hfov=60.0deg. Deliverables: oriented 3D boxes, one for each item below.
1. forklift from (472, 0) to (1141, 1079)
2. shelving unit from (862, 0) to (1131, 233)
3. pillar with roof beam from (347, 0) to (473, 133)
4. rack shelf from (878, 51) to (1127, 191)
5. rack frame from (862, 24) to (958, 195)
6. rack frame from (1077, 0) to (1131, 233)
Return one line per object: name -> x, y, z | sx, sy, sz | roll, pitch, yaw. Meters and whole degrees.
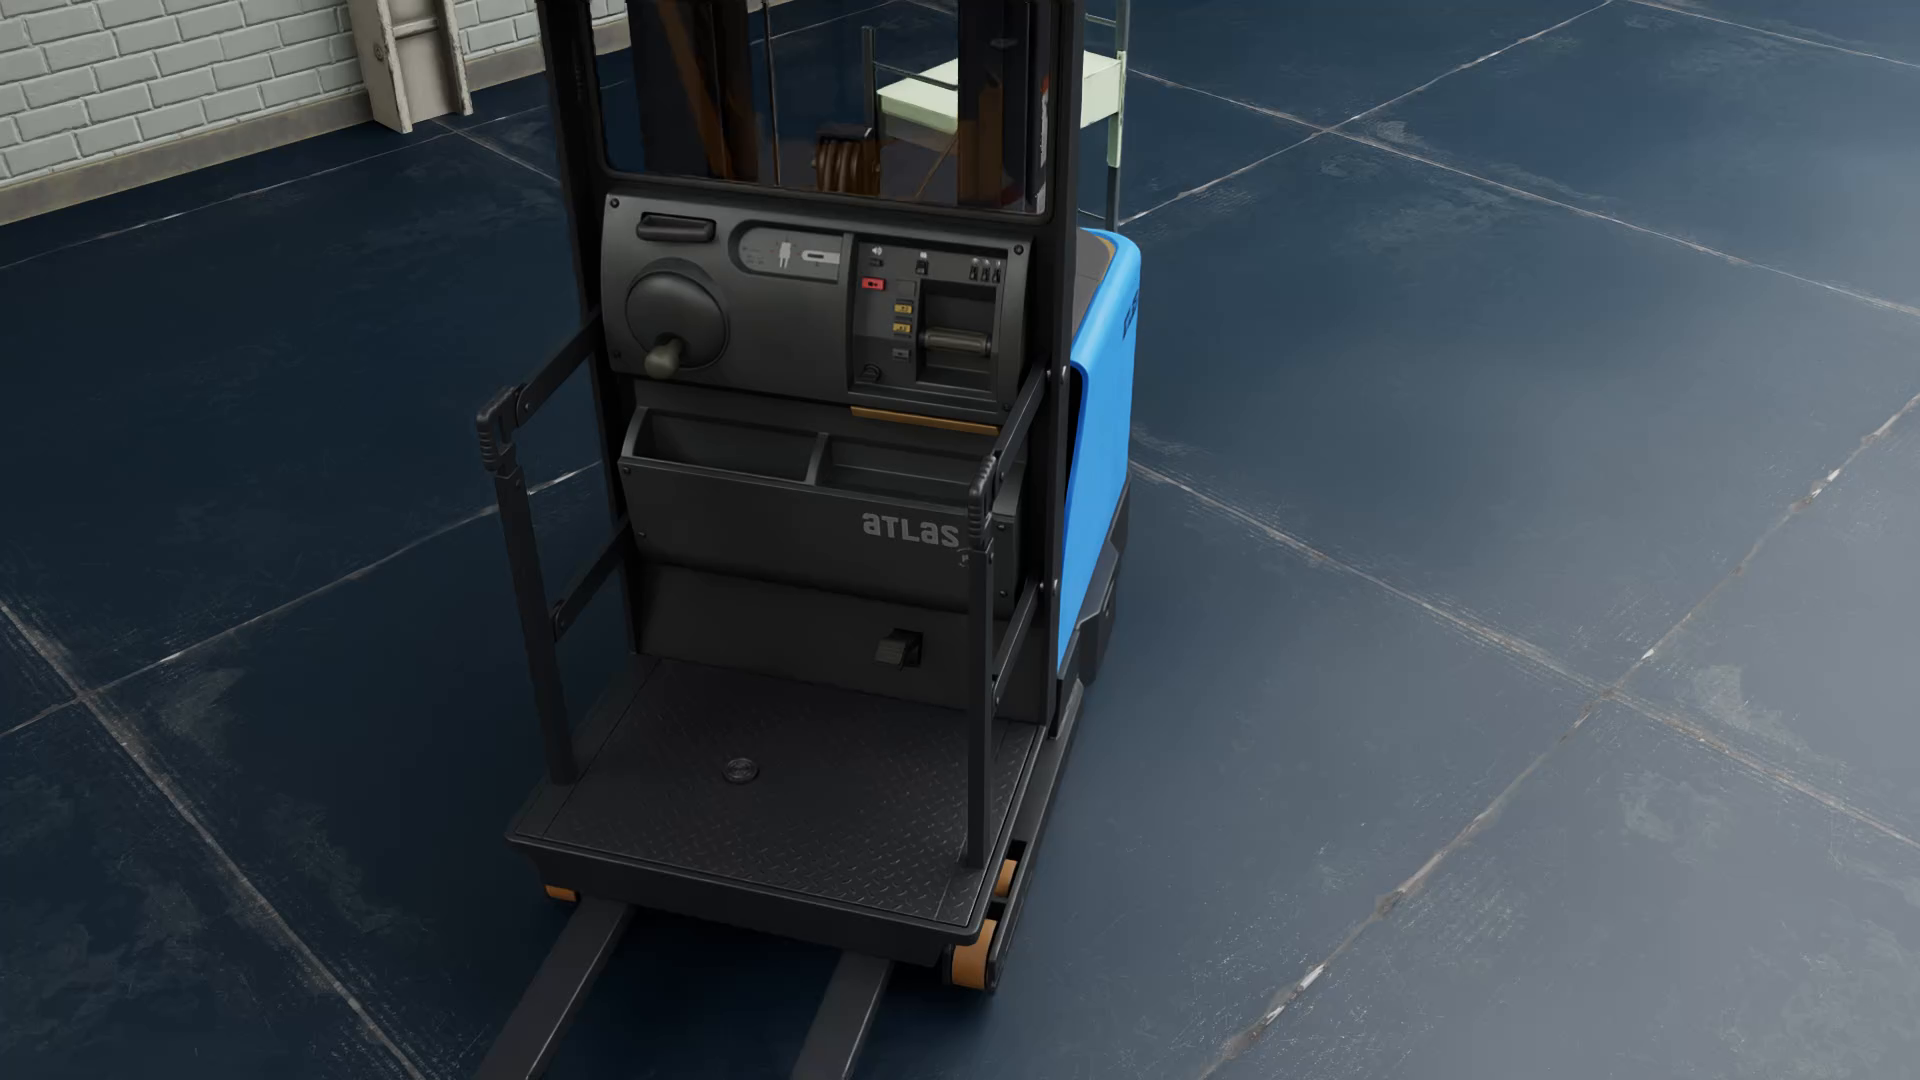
forklift -> -0.368, -0.431, 3.306 | 1.130, 2.935, 3.031 | 9, 36, 12
shelving unit -> 0.117, -0.935, 5.280 | 0.431, 1.500, 0.755 | 26, 42, 32
pillar with roof beam -> 0.377, -4.072, 3.222 | 9.100, 9.000, 0.400 | 30, 45, 35
rack shelf -> 0.117, -1.256, 5.057 | 0.431, 0.370, 0.720 | 26, 42, 32
rack frame -> -0.118, -0.775, 5.051 | 0.400, 1.500, 0.023 | 26, 42, 32
rack frame -> 0.353, -1.096, 5.510 | 0.400, 1.500, 0.023 | 26, 42, 32
